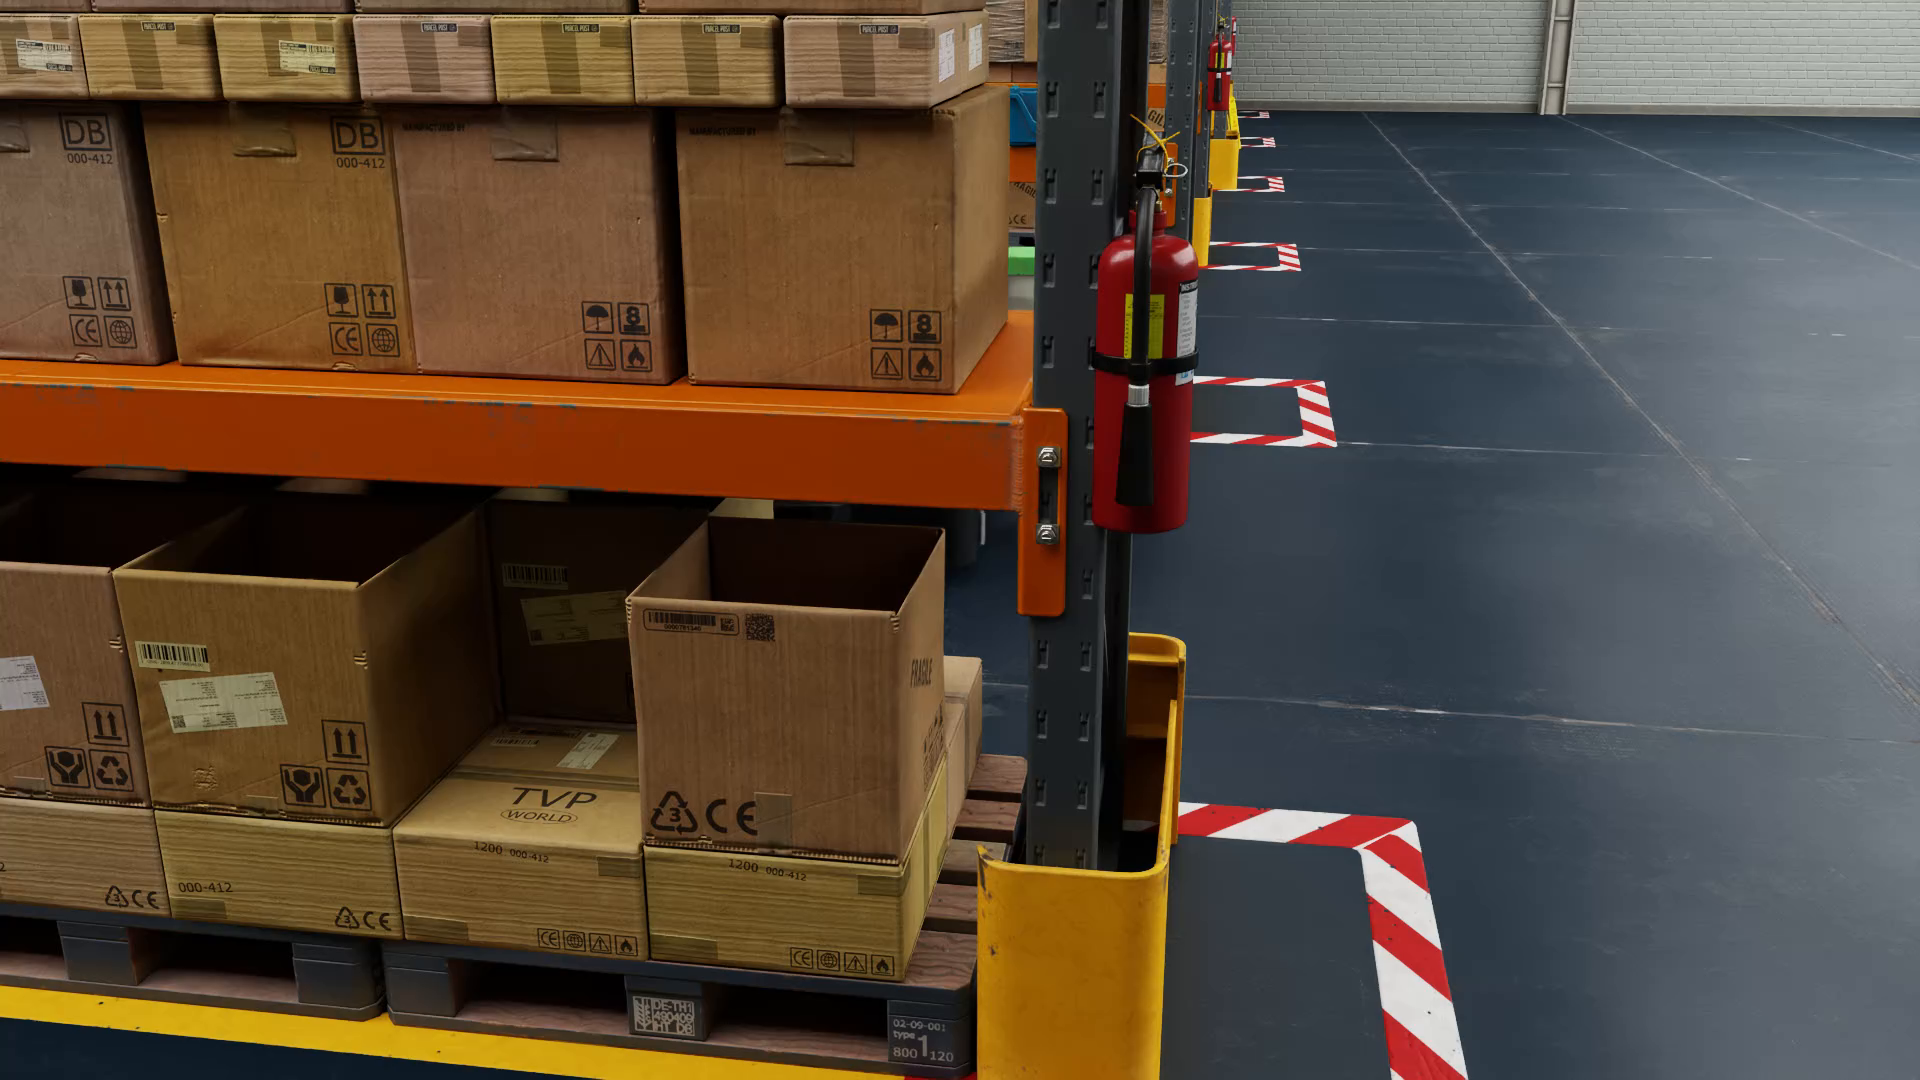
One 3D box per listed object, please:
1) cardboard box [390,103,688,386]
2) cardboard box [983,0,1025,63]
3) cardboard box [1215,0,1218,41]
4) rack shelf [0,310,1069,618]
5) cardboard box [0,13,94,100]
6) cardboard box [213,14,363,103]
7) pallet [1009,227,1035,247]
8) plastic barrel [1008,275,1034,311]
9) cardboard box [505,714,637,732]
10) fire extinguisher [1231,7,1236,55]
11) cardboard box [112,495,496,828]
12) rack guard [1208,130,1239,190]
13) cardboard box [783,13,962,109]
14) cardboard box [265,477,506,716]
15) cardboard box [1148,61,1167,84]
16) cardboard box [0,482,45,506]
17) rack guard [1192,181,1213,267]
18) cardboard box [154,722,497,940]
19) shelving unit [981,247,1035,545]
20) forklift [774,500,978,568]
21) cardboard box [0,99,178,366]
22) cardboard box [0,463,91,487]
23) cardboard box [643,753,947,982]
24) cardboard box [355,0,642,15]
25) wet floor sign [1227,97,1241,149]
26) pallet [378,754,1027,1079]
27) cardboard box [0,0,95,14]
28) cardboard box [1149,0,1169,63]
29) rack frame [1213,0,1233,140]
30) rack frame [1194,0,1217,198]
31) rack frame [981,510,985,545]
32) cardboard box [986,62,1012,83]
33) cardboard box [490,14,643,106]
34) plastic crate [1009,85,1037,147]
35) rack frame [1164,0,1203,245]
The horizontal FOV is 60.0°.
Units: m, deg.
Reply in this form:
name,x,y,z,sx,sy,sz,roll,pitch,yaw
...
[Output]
name,x,y,z,sx,sy,sz,roll,pitch,yaw
cardboard box,-0.716,-0.642,3.336,0.500,0.500,0.700,3,19,10
cardboard box,0.299,-3.896,12.594,0.500,0.500,0.875,3,19,9
cardboard box,2.350,-5.269,17.088,0.550,0.550,0.875,3,19,9
rack shelf,-1.713,-0.301,3.610,4.000,0.370,1.077,3,19,9
cardboard box,-1.677,-0.934,3.186,0.250,0.149,0.380,3,19,8
cardboard box,-1.164,-0.908,3.111,0.250,0.149,0.380,4,19,10
pallet,0.965,-2.378,13.079,1.213,0.211,1.003,3,19,9
plastic barrel,0.389,-1.122,8.188,0.421,0.512,0.421,0,18,0
cardboard box,-0.726,0.442,3.925,0.500,0.250,0.500,3,19,9
fire extinguisher,3.449,-6.563,21.312,0.183,0.674,0.296,3,19,9
cardboard box,-1.304,0.228,3.384,0.500,0.500,0.500,3,19,9
rack guard,2.747,-4.007,17.492,0.348,0.500,1.175,3,19,9
cardboard box,-0.145,-0.856,2.955,0.250,0.149,0.380,3,19,8
cardboard box,-1.222,0.065,3.871,0.500,0.500,0.500,3,19,9
cardboard box,1.523,-3.476,12.359,0.250,0.149,0.380,3,19,9
cardboard box,-2.292,0.178,3.534,0.500,0.500,0.500,3,19,9
rack guard,1.762,-2.463,12.878,0.348,0.500,1.175,3,19,9
cardboard box,-1.304,0.583,3.506,0.500,0.250,0.500,3,19,9
shelving unit,0.333,-0.587,6.167,0.503,1.200,0.258,0,18,1
forklift,-1.448,-1.397,5.858,3.031,2.935,1.130,0,19,1
cardboard box,-1.726,-0.694,3.491,0.500,0.500,0.700,3,19,10
cardboard box,-2.209,0.014,4.024,0.500,0.500,0.500,3,19,9
cardboard box,-0.314,0.629,3.368,0.500,0.250,0.500,3,19,9
cardboard box,-0.769,-1.259,3.137,0.500,0.500,0.700,2,19,7
wet floor sign,3.427,-5.288,21.092,0.232,0.644,0.267,10,21,27
pallet,-0.500,0.755,3.713,1.213,0.211,1.003,3,19,9
cardboard box,-1.762,-1.310,3.288,0.500,0.500,0.700,3,19,9
cardboard box,1.298,-3.870,12.515,0.500,0.500,0.875,3,19,9
rack frame,2.723,-5.194,17.099,0.127,3.000,1.000,3,19,9
rack frame,1.837,-3.645,12.470,0.127,3.000,1.000,3,19,9
rack frame,0.089,-0.588,6.170,0.015,1.200,0.240,0,18,1
cardboard box,0.286,-3.533,12.532,0.250,0.149,0.380,3,19,9
cardboard box,-0.657,-0.882,3.032,0.250,0.149,0.380,3,19,8
plastic crate,0.510,-1.954,7.651,0.616,0.251,0.499,3,19,9
rack frame,1.051,-2.093,7.832,0.127,3.000,1.000,3,19,9
